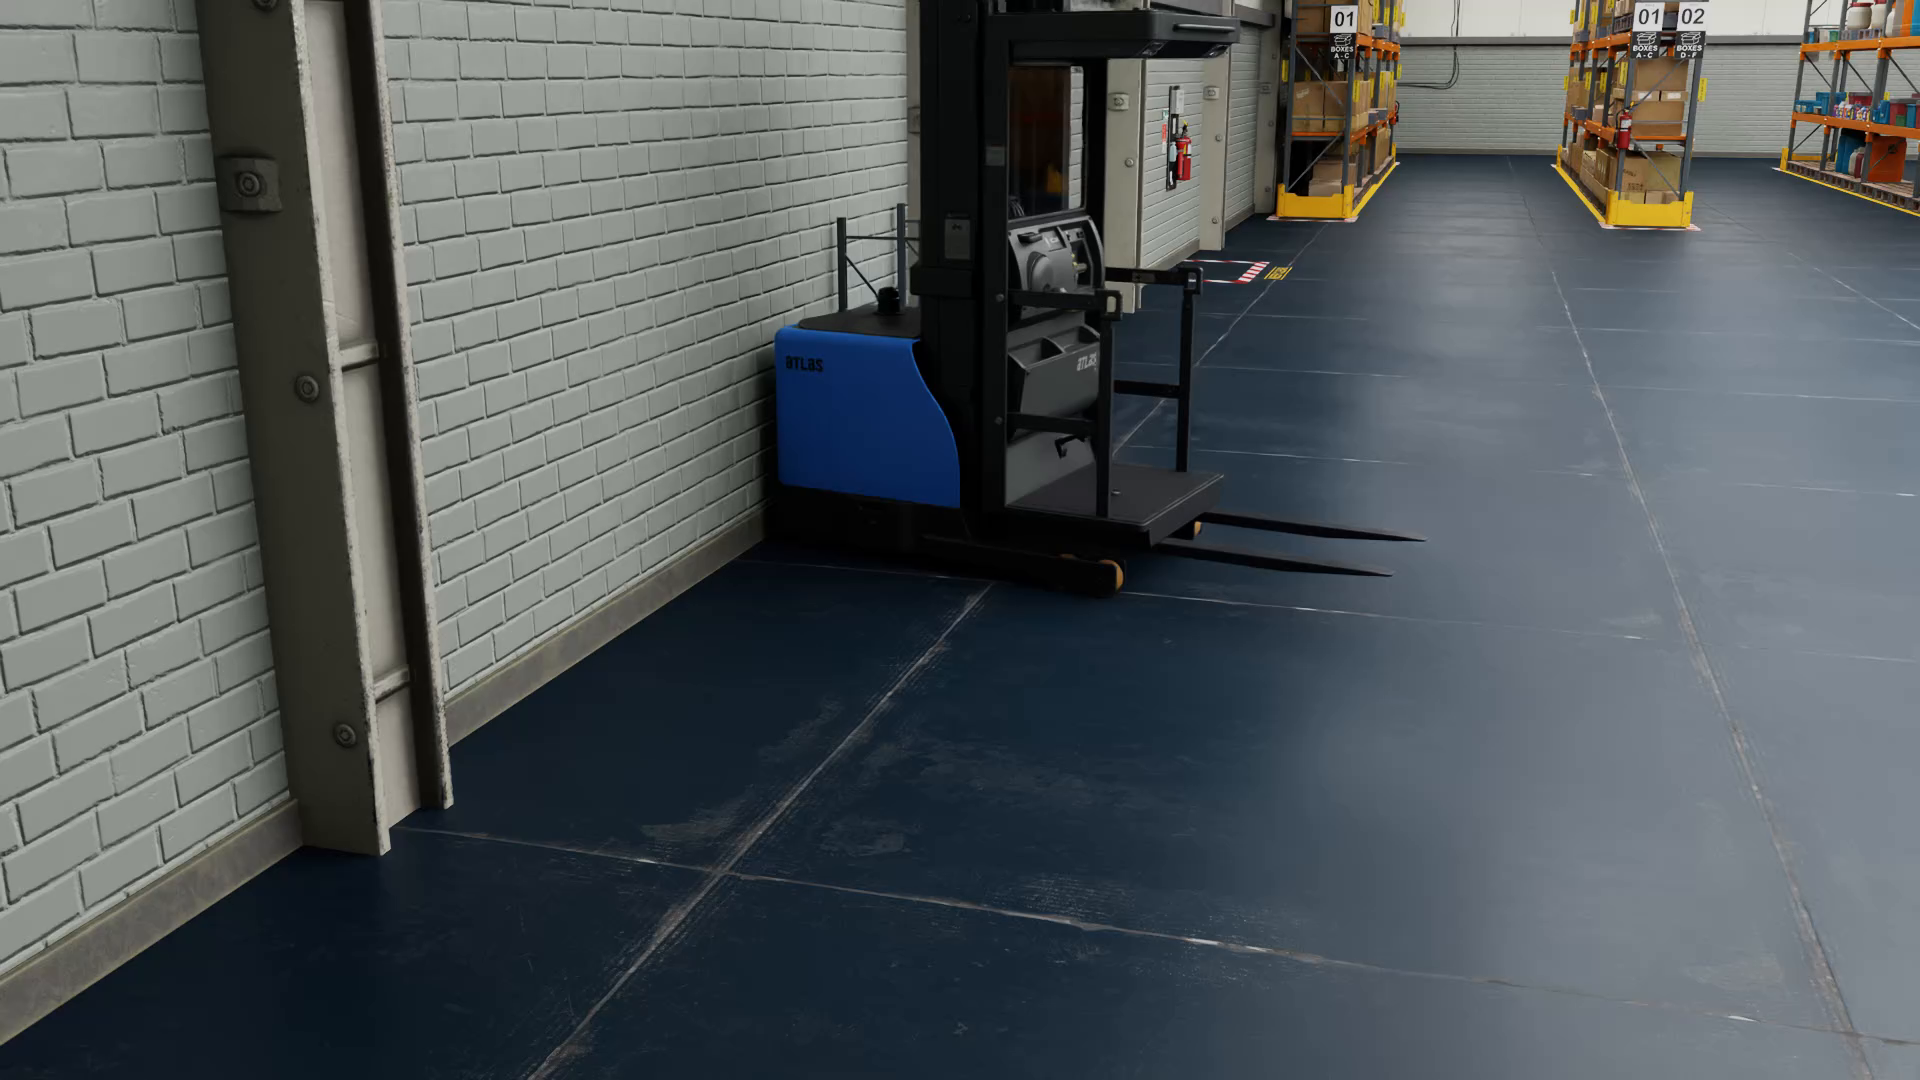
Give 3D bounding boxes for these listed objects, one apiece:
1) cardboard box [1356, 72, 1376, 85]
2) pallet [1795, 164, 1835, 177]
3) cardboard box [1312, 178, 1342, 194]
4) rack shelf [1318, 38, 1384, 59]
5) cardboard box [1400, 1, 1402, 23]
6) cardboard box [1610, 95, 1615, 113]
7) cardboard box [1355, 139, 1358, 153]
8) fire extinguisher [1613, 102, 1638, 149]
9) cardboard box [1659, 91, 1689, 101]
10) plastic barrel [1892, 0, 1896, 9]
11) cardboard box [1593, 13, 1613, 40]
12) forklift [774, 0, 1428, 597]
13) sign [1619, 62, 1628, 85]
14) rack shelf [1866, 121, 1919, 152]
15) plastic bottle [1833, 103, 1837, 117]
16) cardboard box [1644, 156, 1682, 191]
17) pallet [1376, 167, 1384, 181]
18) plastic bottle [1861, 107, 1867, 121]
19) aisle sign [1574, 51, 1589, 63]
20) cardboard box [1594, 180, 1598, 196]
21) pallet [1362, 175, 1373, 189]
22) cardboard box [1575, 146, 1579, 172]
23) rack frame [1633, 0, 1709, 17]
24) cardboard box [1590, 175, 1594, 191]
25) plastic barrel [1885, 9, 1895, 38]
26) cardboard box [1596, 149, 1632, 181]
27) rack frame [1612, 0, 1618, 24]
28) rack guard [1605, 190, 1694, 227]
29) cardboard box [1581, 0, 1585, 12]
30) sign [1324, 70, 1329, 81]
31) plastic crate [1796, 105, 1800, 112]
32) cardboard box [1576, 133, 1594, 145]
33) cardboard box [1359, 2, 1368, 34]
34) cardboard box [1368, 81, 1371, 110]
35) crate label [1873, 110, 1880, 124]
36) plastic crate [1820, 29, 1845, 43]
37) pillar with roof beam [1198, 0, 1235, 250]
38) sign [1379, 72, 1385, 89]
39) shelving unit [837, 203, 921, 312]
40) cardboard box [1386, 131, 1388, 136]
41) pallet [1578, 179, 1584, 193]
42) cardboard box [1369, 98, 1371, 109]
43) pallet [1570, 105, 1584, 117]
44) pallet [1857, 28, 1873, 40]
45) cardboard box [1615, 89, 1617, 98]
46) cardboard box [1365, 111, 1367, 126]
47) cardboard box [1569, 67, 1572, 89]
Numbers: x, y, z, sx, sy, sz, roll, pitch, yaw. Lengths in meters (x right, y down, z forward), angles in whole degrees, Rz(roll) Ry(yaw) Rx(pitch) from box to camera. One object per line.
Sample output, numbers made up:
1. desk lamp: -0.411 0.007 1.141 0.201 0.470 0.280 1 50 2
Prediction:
1. cardboard box: 8.279 -9.348 33.652 0.500 0.250 0.500 5 17 17
2. pallet: 19.047 -8.133 36.616 1.003 0.211 1.213 5 16 16
3. cardboard box: 6.066 -5.829 27.504 0.500 0.311 0.500 6 17 20
4. rack shelf: 7.326 -9.254 31.280 1.077 0.370 4.000 5 16 16
5. cardboard box: 10.222 -12.543 39.504 0.500 0.500 0.500 5 16 16
6. cardboard box: 12.034 -7.767 30.034 0.500 0.500 0.500 5 16 16
7. cardboard box: 7.377 -7.579 31.952 0.500 0.250 0.500 5 16 16
8. fire extinguisher: 9.893 -6.172 24.735 0.296 0.674 0.183 5 16 16
9. cardboard box: 10.690 -6.650 24.907 0.380 0.149 0.250 5 16 15
10. plastic barrel: 17.558 -9.912 30.725 0.600 0.830 0.708 5 16 16
11. cardboard box: 12.737 -9.905 32.074 0.910 0.500 0.500 5 16 16
12. forklift: 0.633 -1.322 7.618 3.031 2.935 1.130 8 18 27
13. sign: 9.856 -6.921 24.677 0.100 0.325 0.005 5 16 16
14. rack shelf: 16.825 -7.043 28.981 1.077 0.370 4.000 5 16 16
15. plastic bottle: 18.017 -8.840 34.212 0.061 0.283 0.133 5 16 16
16. cardboard box: 10.878 -5.698 25.818 0.500 0.500 0.500 5 16 16
17. pallet: 8.540 -7.858 35.645 1.003 0.211 1.213 5 16 16
18. plastic bottle: 17.270 -8.129 31.729 0.097 0.271 0.097 0 16 0
19. aisle sign: 14.657 -11.682 39.253 0.394 0.787 0.004 5 16 16
20. cardboard box: 10.939 -5.902 27.909 0.500 0.250 0.500 5 16 16
21. pallet: 7.671 -7.135 33.097 1.003 0.211 1.213 5 16 16
22. cardboard box: 12.977 -7.842 34.256 0.500 0.500 0.500 4 16 14
23. rack frame: 10.372 -9.090 23.888 1.000 3.000 0.127 5 16 16
24. cardboard box: 11.348 -6.261 29.176 0.500 0.250 0.500 4 16 15
25. plastic barrel: 17.011 -9.352 30.101 0.421 0.512 0.421 0 16 0
26. cardboard box: 10.942 -6.262 27.806 0.500 0.500 0.500 5 16 16
27. rack frame: 11.509 -10.137 27.577 1.000 3.000 0.127 5 16 16
28. rack guard: 10.365 -4.995 25.025 1.175 0.500 0.348 5 16 16
29. cardboard box: 14.565 -12.103 37.989 0.700 0.500 0.500 5 16 16
30. sign: 7.362 -9.280 33.427 0.100 0.325 0.005 5 16 16
31. plastic crate: 19.110 -9.791 37.724 0.250 0.136 0.298 5 16 16
32. cardboard box: 13.127 -8.344 34.652 0.500 0.250 0.500 5 16 16
33. cardboard box: 6.287 -8.430 26.837 0.500 0.500 0.500 5 17 18
34. cardboard box: 6.920 -7.785 29.142 0.500 0.500 0.500 5 16 16
35. crate label: 16.914 -7.751 30.465 0.303 0.233 0.416 5 16 16
36. plastic crate: 18.741 -10.835 35.754 0.437 0.282 0.530 5 16 16
37. pillar with roof beam: 7.413 -7.820 19.410 9.100 9.000 0.400 5 16 16
38. sign: 8.418 -9.160 33.150 0.100 0.325 0.005 5 16 16
39. shelving unit: -0.276 -1.132 9.574 0.538 1.500 1.048 5 16 16
40. cardboard box: 9.763 -9.438 38.730 0.380 0.149 0.250 4 16 14
41. pallet: 12.374 -6.743 31.717 1.003 0.211 1.213 5 16 16
42. cardboard box: 7.638 -8.668 32.404 0.700 0.500 0.500 3 16 11
43. pallet: 13.450 -9.051 35.094 1.003 0.211 1.213 5 16 16
44. pallet: 18.082 -9.801 32.237 1.003 0.211 1.213 5 16 16
45. cardboard box: 11.104 -7.422 27.629 0.380 0.149 0.250 4 16 14
46. cardboard box: 6.765 -7.294 28.788 0.500 0.250 0.500 5 17 16
47. cardboard box: 14.399 -10.686 38.493 0.500 0.500 0.500 5 17 16
